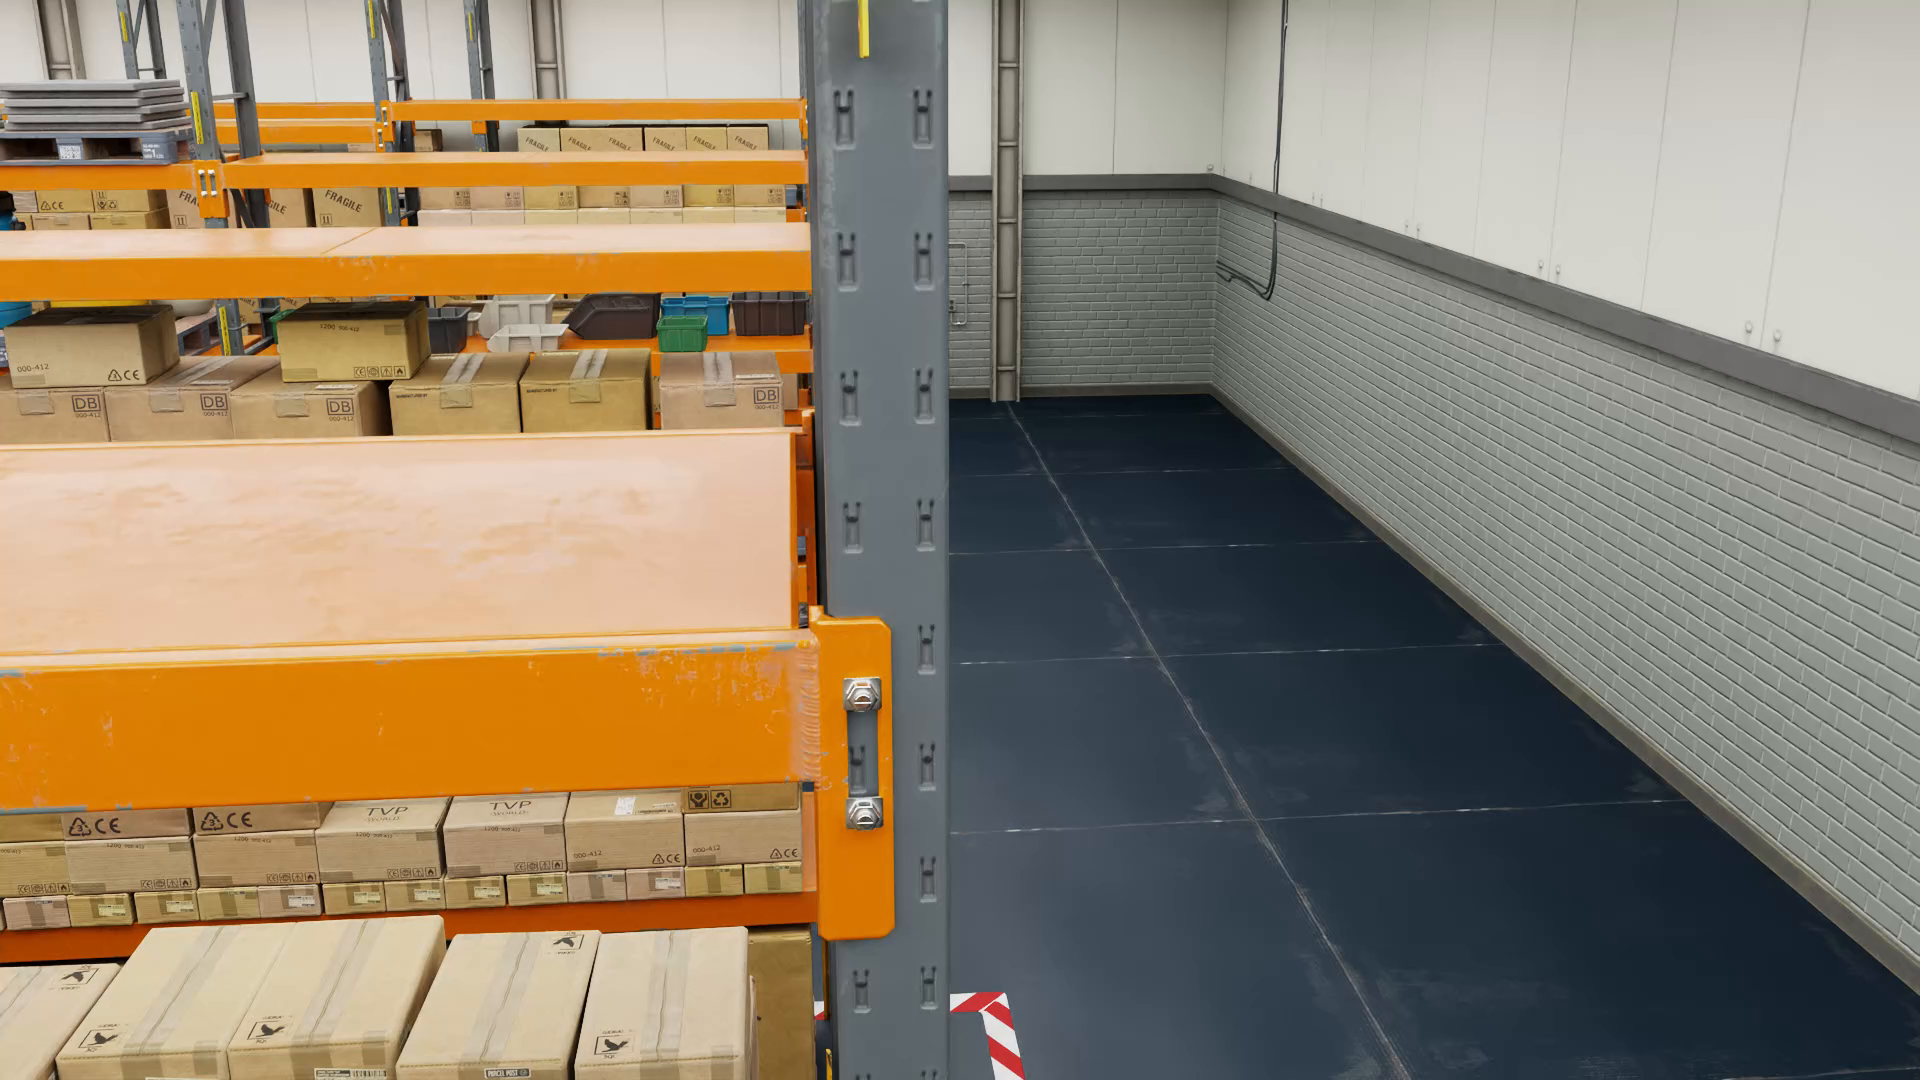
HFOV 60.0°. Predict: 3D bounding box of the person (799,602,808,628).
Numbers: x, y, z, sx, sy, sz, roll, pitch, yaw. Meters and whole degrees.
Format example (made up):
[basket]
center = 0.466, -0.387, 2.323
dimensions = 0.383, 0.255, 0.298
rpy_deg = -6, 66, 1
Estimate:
[person]
center = -1.416, -0.081, 14.320
dimensions = 0.535, 1.653, 0.453
rpy_deg = -2, 17, -5
